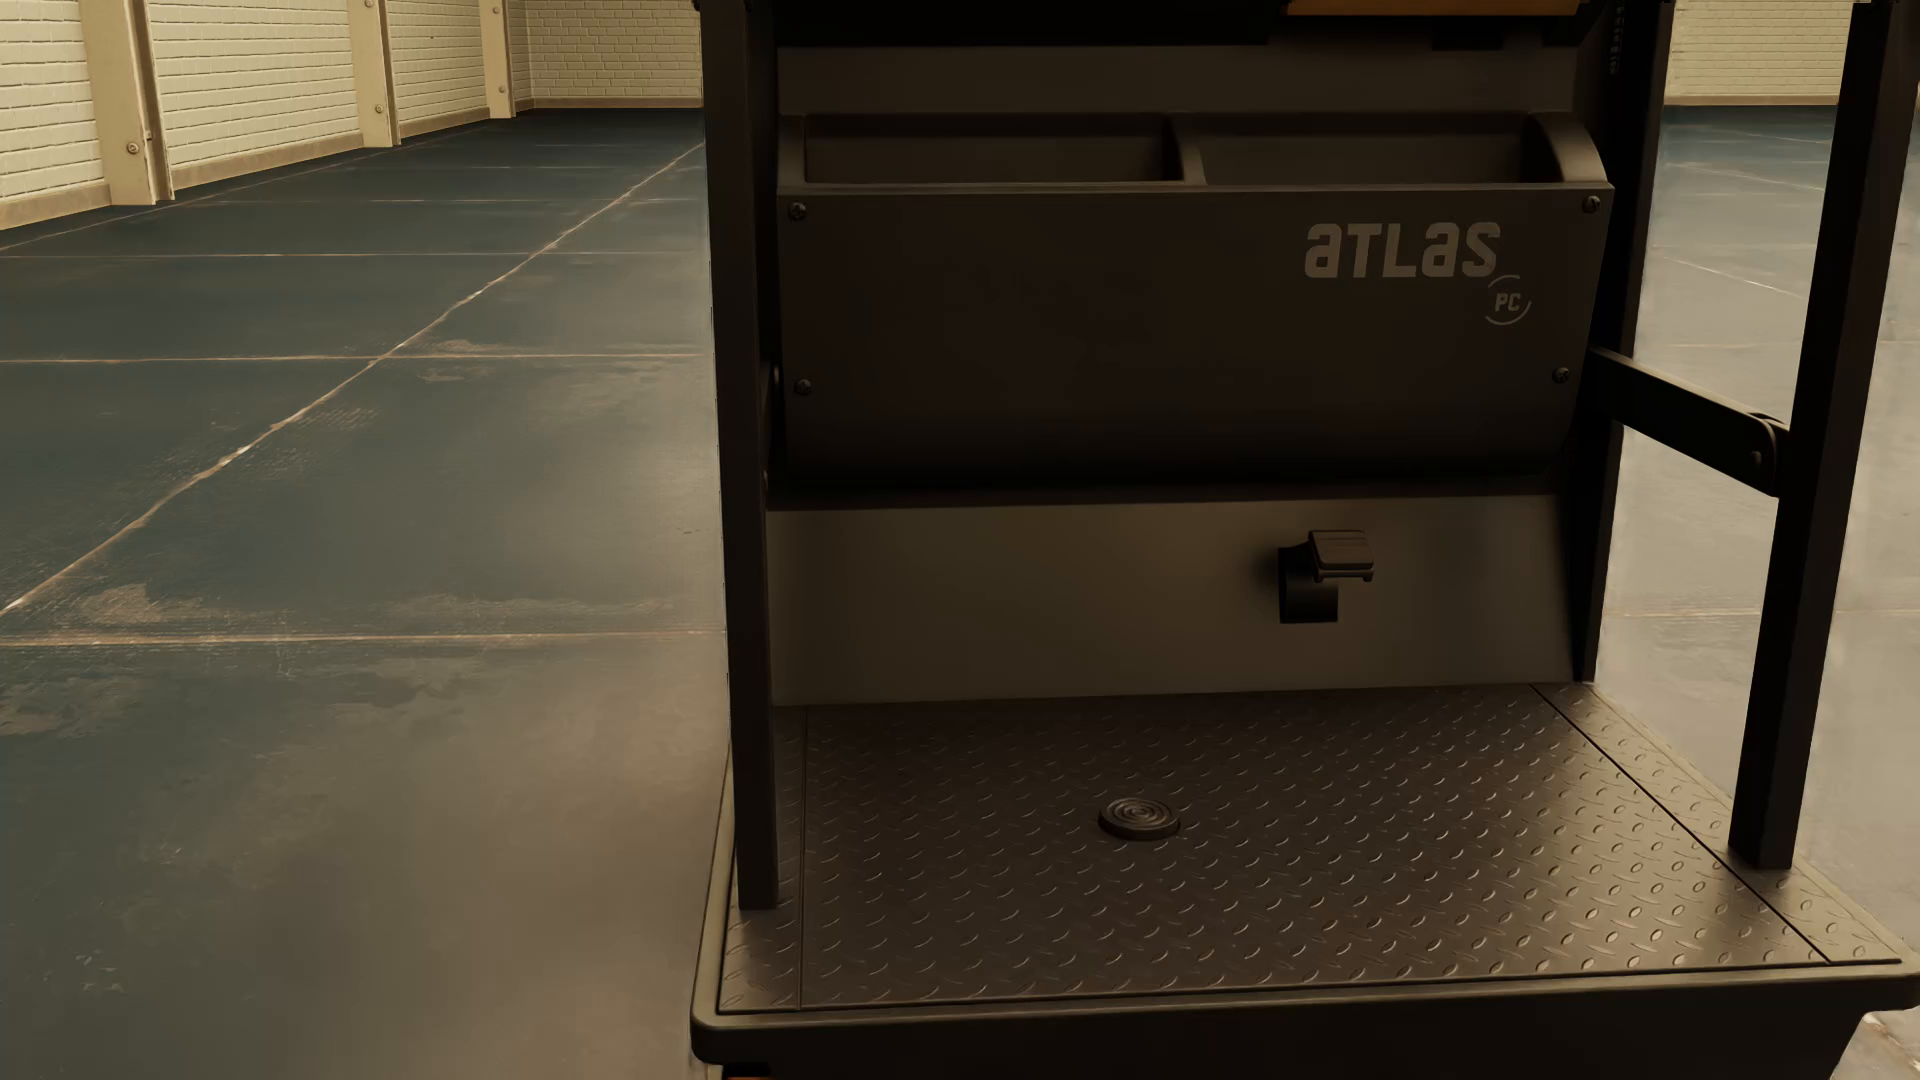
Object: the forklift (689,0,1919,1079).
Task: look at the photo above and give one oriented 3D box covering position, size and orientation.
[{"bbox_3d":[0.280,-0.807,1.546,1.130,2.935,3.031,-1,17,-4],"label":"forklift"}]
